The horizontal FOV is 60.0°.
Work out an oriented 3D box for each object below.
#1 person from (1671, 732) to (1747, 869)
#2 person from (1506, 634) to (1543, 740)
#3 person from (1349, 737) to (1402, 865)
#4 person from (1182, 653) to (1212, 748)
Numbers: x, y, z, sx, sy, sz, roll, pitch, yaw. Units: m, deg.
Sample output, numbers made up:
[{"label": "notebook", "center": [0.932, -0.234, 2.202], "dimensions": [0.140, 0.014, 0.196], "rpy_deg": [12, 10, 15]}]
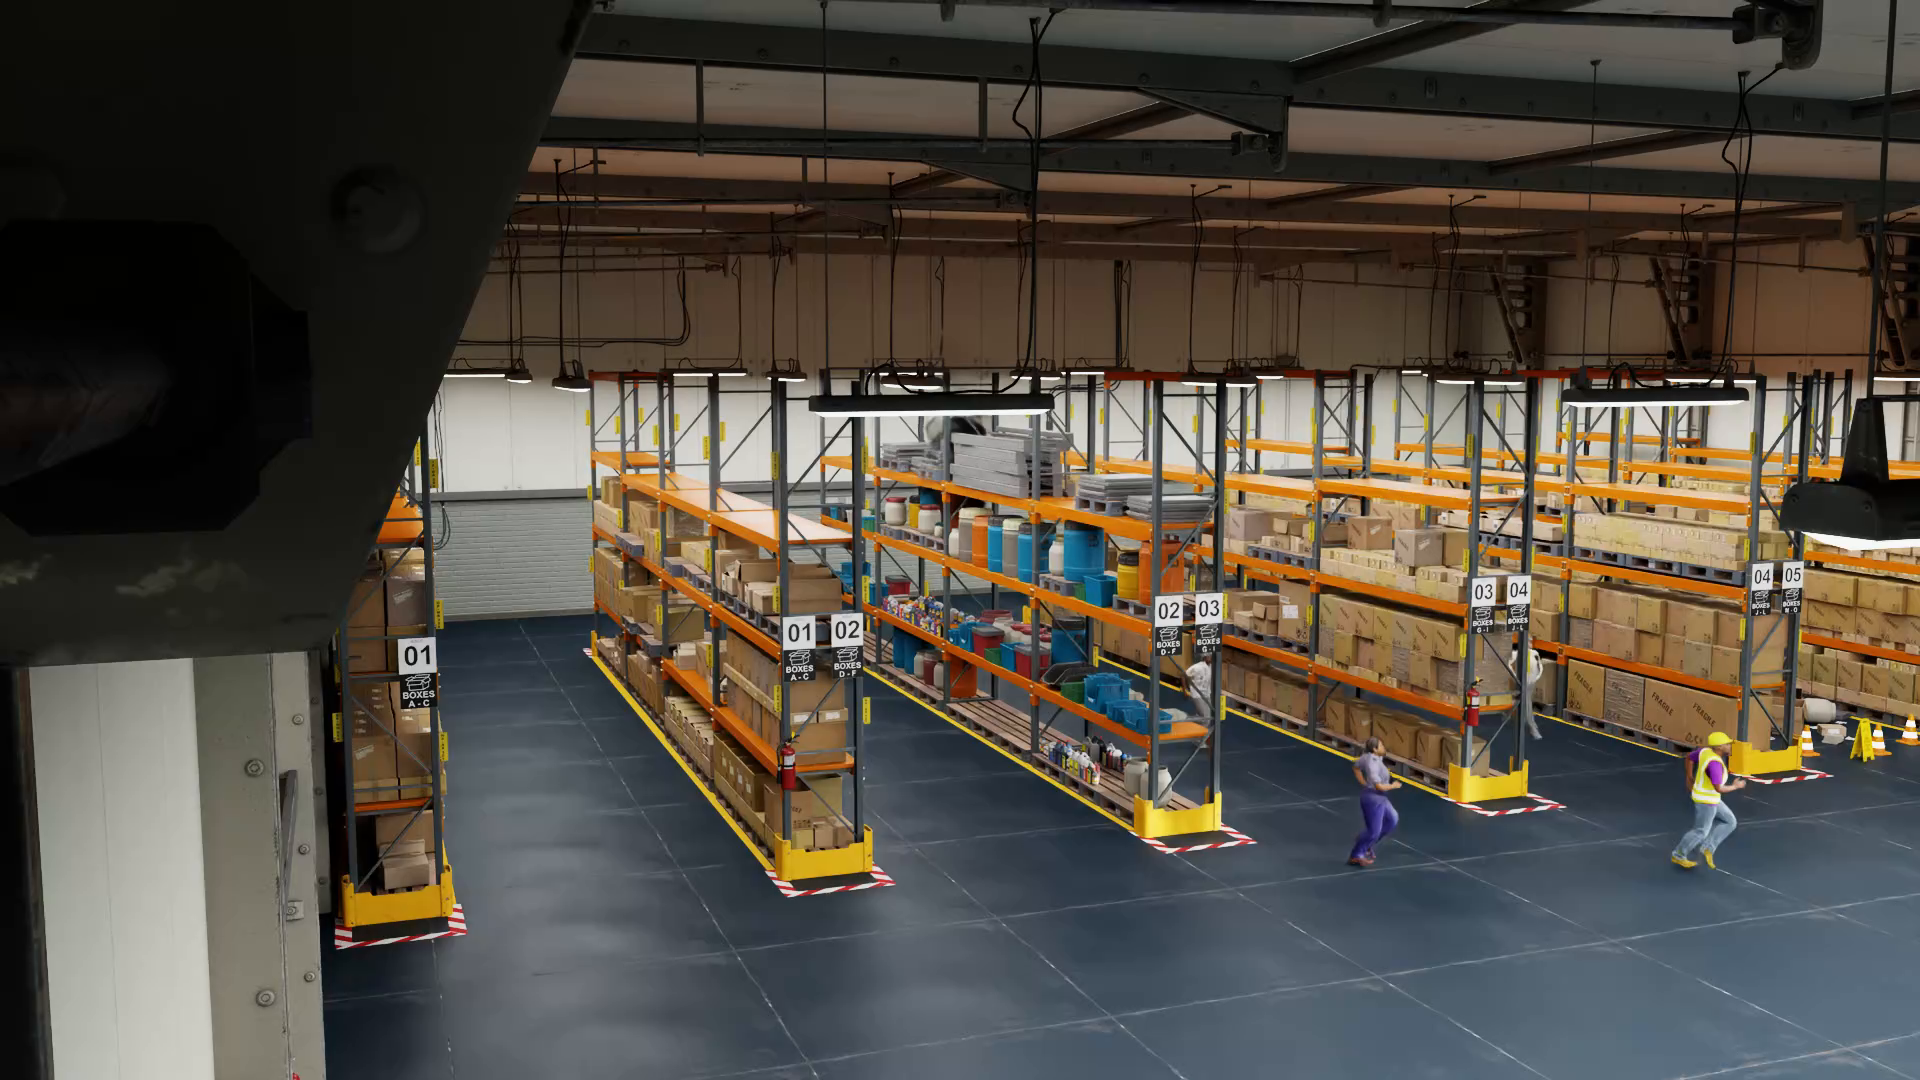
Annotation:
[{"label": "person", "center": [9.167, 3.187, 20.341], "dimensions": [0.791, 1.730, 0.736], "rpy_deg": [2, 7, 18]}, {"label": "person", "center": [9.468, 2.402, 27.849], "dimensions": [0.584, 1.704, 1.084], "rpy_deg": [-2, 7, -21]}, {"label": "person", "center": [5.159, 3.227, 20.608], "dimensions": [0.624, 1.610, 0.573], "rpy_deg": [1, 7, 11]}, {"label": "person", "center": [3.922, 2.541, 26.830], "dimensions": [0.615, 1.649, 0.642], "rpy_deg": [-4, 8, -33]}]
